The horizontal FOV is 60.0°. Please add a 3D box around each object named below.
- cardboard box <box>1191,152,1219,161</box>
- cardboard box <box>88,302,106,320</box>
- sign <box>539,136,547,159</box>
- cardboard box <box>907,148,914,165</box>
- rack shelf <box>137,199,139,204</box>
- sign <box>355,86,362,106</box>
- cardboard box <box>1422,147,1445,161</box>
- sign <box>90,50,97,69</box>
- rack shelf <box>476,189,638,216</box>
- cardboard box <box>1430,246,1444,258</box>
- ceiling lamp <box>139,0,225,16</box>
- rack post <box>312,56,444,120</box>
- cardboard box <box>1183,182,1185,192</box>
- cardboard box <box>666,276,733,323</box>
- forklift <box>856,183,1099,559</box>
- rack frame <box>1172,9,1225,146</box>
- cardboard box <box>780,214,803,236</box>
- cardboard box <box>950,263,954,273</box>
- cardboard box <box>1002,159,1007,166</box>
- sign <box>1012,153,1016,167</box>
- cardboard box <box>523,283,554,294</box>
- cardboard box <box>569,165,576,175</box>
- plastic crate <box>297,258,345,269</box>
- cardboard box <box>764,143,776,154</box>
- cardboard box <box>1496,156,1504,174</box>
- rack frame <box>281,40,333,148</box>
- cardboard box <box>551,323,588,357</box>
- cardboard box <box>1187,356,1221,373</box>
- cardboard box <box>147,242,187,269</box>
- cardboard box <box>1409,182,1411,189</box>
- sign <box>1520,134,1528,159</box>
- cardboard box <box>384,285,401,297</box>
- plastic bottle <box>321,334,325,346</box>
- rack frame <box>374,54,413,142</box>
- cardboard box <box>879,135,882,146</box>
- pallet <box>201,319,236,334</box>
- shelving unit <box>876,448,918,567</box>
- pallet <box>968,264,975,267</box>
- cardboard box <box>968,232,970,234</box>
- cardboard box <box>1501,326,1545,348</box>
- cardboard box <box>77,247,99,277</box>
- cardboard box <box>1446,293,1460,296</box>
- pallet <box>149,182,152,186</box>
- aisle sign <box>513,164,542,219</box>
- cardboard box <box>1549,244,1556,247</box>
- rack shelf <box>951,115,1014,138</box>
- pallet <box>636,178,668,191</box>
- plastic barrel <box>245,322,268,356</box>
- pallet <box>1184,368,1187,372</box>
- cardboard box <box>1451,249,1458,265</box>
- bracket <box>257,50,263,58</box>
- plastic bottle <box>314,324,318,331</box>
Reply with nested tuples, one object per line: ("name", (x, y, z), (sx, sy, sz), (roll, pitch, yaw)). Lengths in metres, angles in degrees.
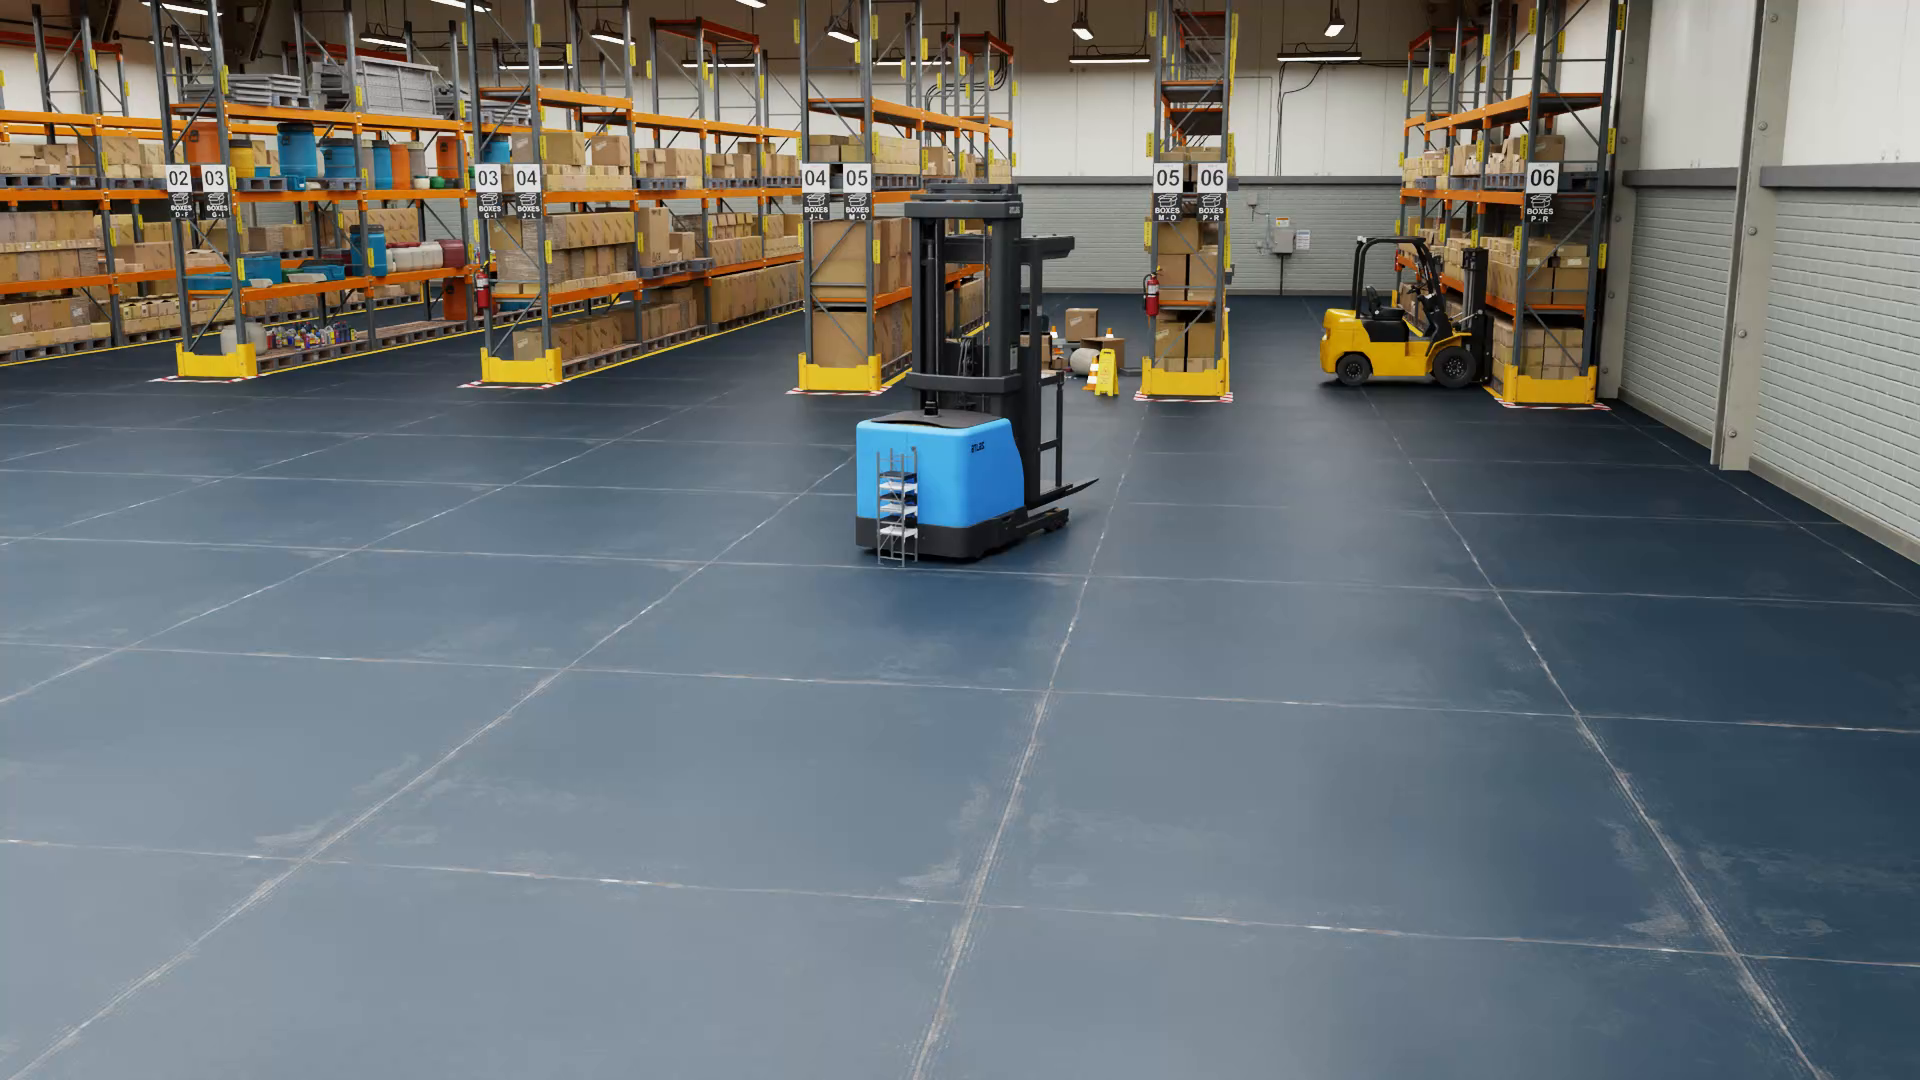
("cardboard box", (3.424, -5.333, 23.204), (0.380, 0.149, 0.250), (2, 12, 8))
("cardboard box", (-16.018, -4.237, 30.732), (0.500, 0.311, 0.500), (2, 12, 9))
("sign", (-6.088, -5.730, 24.265), (0.100, 0.325, 0.005), (2, 12, 9))
("cardboard box", (-1.024, -6.081, 26.386), (0.500, 0.250, 0.500), (2, 12, 8))
("rack shelf", (-19.154, -8.364, 40.272), (1.077, 0.370, 4.000), (2, 12, 9))
("sign", (-10.361, -7.657, 28.660), (0.100, 0.325, 0.005), (2, 12, 9))
("cardboard box", (9.527, -7.765, 33.455), (0.396, 0.266, 0.258), (2, 12, 8))
("sign", (-15.252, -8.452, 29.257), (0.100, 0.325, 0.005), (2, 12, 9))
("rack shelf", (-6.317, -5.385, 26.446), (1.077, 0.370, 4.000), (2, 12, 9))
("cardboard box", (9.146, -5.400, 31.289), (0.500, 0.250, 0.500), (1, 12, 6))
("ceiling lamp", (-13.148, -10.678, 28.325), (0.800, 3.185, 2.000), (2, 12, 9))
("rack post", (-10.685, -8.290, 30.625), (1.013, 1.000, 3.121), (2, 12, 9))
("cardboard box", (3.027, -5.066, 23.859), (0.380, 0.149, 0.250), (2, 12, 10))
("cardboard box", (-5.267, -4.829, 33.325), (1.225, 0.875, 0.875), (1, 12, 6))
("forklift", (0.297, -1.549, 14.224), (1.130, 2.935, 3.031), (6, 14, 28))
("rack frame", (4.398, -8.131, 30.360), (1.000, 3.000, 0.127), (2, 12, 9))
("cardboard box", (-3.979, -7.513, 39.605), (0.500, 0.500, 0.500), (2, 12, 9))
("cardboard box", (-0.391, -5.180, 30.671), (0.500, 0.500, 0.500), (2, 12, 9))
("cardboard box", (0.854, -8.596, 37.863), (0.380, 0.149, 0.250), (2, 12, 10))
("sign", (1.267, -8.880, 38.854), (0.100, 0.325, 0.005), (2, 12, 9))
("cardboard box", (-6.345, -3.782, 25.021), (0.380, 0.149, 0.250), (2, 12, 9))
("cardboard box", (-6.147, -5.704, 25.628), (0.380, 0.149, 0.250), (2, 12, 9))
("plastic crate", (-11.109, -4.712, 28.883), (0.767, 0.338, 0.504), (2, 12, 9))
("cardboard box", (-4.484, -8.900, 37.800), (0.500, 0.250, 0.500), (1, 12, 7))
("cardboard box", (8.160, -5.561, 24.641), (0.396, 0.266, 0.258), (2, 12, 7))
("rack frame", (-14.567, -9.606, 37.207), (1.000, 3.000, 0.127), (2, 12, 9))
("cardboard box", (-6.339, -3.222, 26.759), (0.500, 0.500, 0.500), (3, 13, 14))
("cardboard box", (3.565, -2.553, 24.248), (0.500, 0.250, 0.500), (2, 12, 8))
("cardboard box", (-15.424, -5.540, 32.341), (0.500, 0.500, 0.500), (1, 12, 6))
("cardboard box", (9.923, -7.672, 35.948), (0.380, 0.149, 0.250), (2, 12, 9))
("sign", (7.539, -5.253, 22.216), (0.100, 0.325, 0.005), (2, 12, 9))
("cardboard box", (-13.967, -6.059, 40.470), (0.500, 0.250, 0.500), (2, 12, 9))
("plastic bottle", (-10.817, -3.384, 28.174), (0.097, 0.201, 0.097), (0, 12, 0))
("rack frame", (-13.952, -10.439, 41.070), (1.000, 3.000, 0.127), (2, 12, 9))
("cardboard box", (-1.334, -5.771, 23.999), (0.380, 0.149, 0.250), (2, 12, 9))
("pallet", (-15.347, -4.307, 33.480), (1.003, 0.211, 1.213), (2, 12, 9))
("shelving unit", (-0.492, -0.256, 13.044), (0.258, 0.900, 0.210), (6, 14, 28))
("pallet", (-0.245, -5.657, 33.577), (1.003, 0.211, 1.213), (2, 12, 9))
("cardboard box", (-0.003, -6.126, 33.486), (0.380, 0.149, 0.250), (2, 12, 8))
("cardboard box", (7.836, -2.828, 23.154), (0.500, 0.250, 0.500), (2, 12, 11))
("cardboard box", (-15.859, -4.964, 29.671), (0.700, 0.500, 0.500), (2, 12, 7))
("cardboard box", (9.310, -4.614, 31.680), (0.380, 0.149, 0.250), (2, 12, 10))
("pallet", (-19.326, -8.426, 39.062), (1.003, 0.211, 1.213), (2, 12, 9))
("aisle sign", (-6.337, -5.102, 24.376), (0.394, 0.787, 0.004), (2, 12, 9))
("cardboard box", (8.436, -4.056, 23.209), (0.380, 0.149, 0.250), (2, 12, 10))
("rack shelf", (0.414, -9.166, 36.878), (1.077, 0.370, 4.000), (2, 12, 9))
("pallet", (-5.809, -6.186, 28.902), (1.213, 0.211, 1.003), (2, 12, 9))
("plastic barrel", (-11.416, -3.247, 26.849), (0.421, 0.512, 0.421), (0, 12, 0))
("pallet", (3.339, -2.353, 24.411), (1.003, 0.211, 1.213), (2, 12, 9))
("cardboard box", (8.817, -4.912, 28.834), (0.500, 0.250, 0.500), (2, 12, 7))
("bracket", (-18.872, -13.023, 44.518), (0.235, 0.232, 0.430), (2, 12, 9))
("plastic bottle", (-11.385, -3.676, 29.362), (0.097, 0.271, 0.097), (0, 12, 0))
